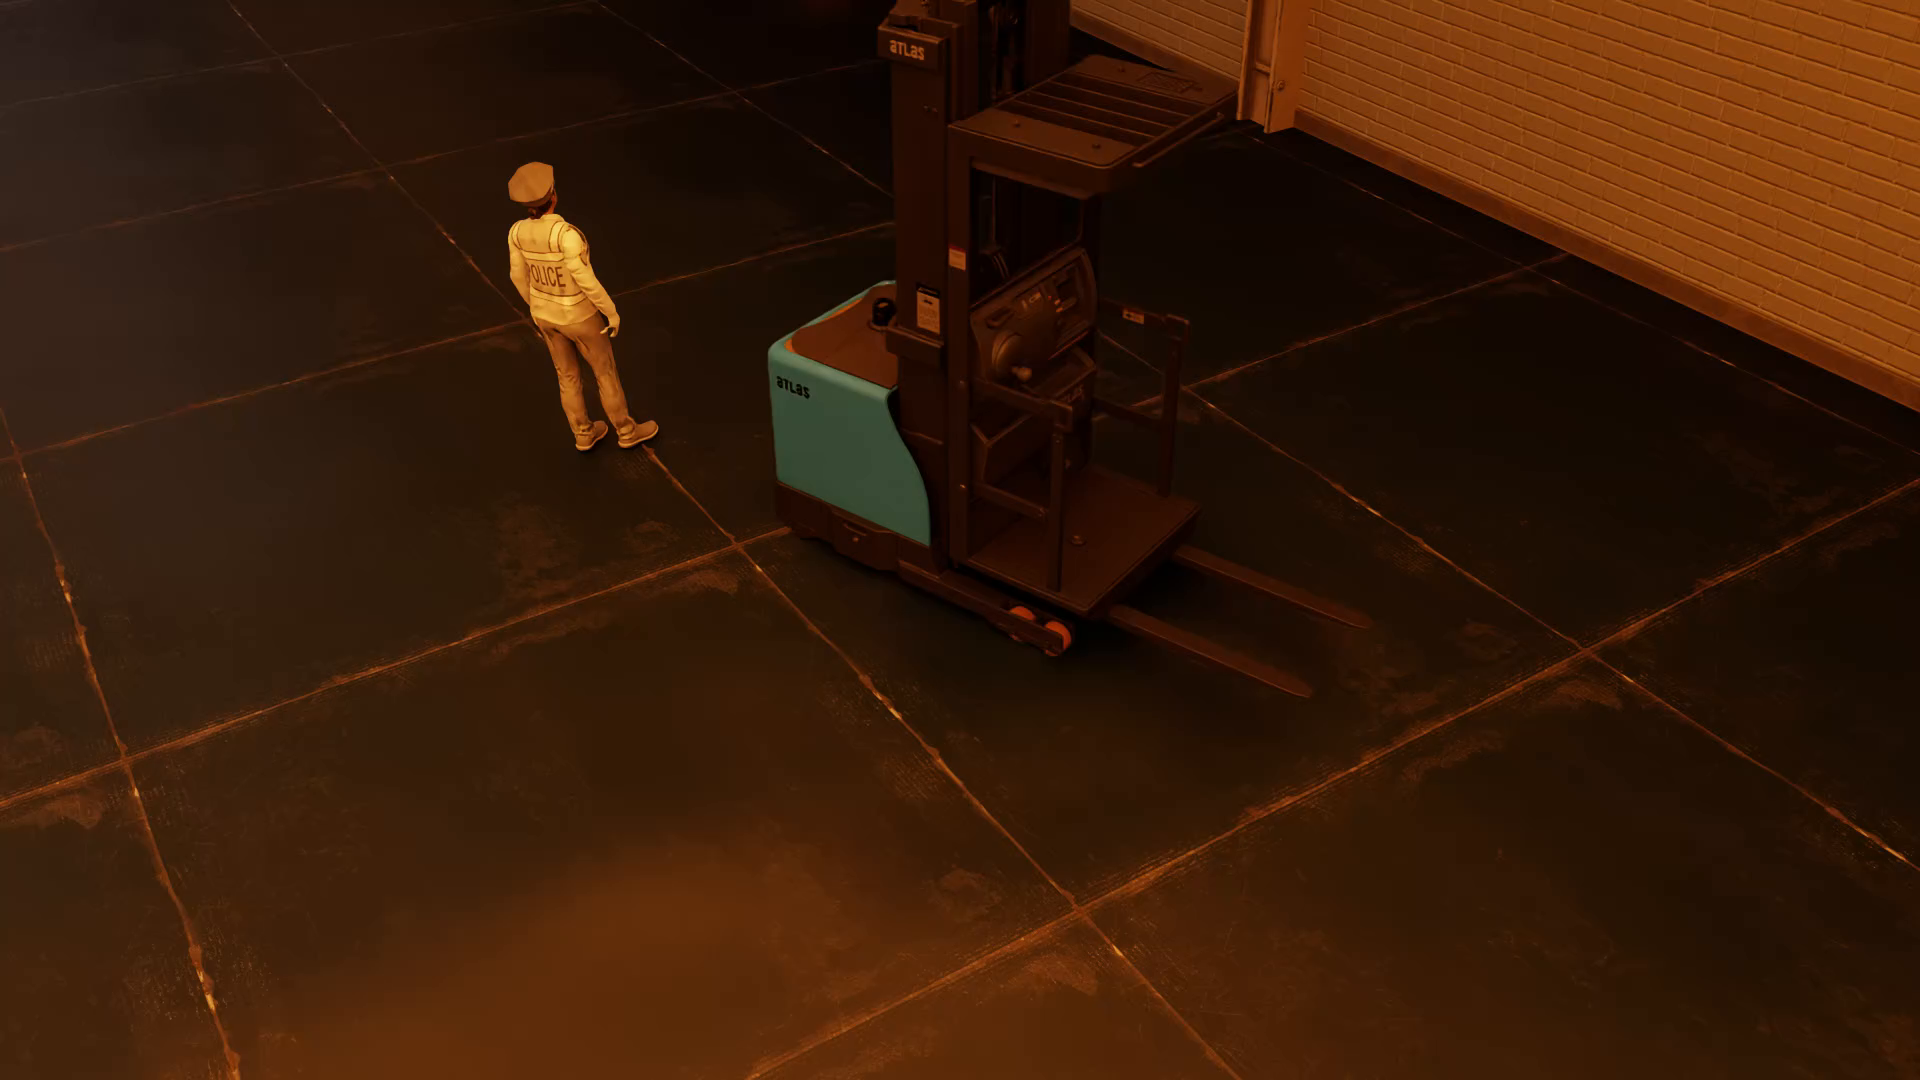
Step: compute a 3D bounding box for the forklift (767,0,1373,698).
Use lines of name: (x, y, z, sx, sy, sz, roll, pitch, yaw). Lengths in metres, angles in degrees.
forklift: (0.517, -0.994, 7.562, 3.031, 2.935, 1.130, 23, 41, 29)

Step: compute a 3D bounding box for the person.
person: (-2.083, -1.256, 8.998, 0.585, 1.694, 0.533, 14, 37, 19)
